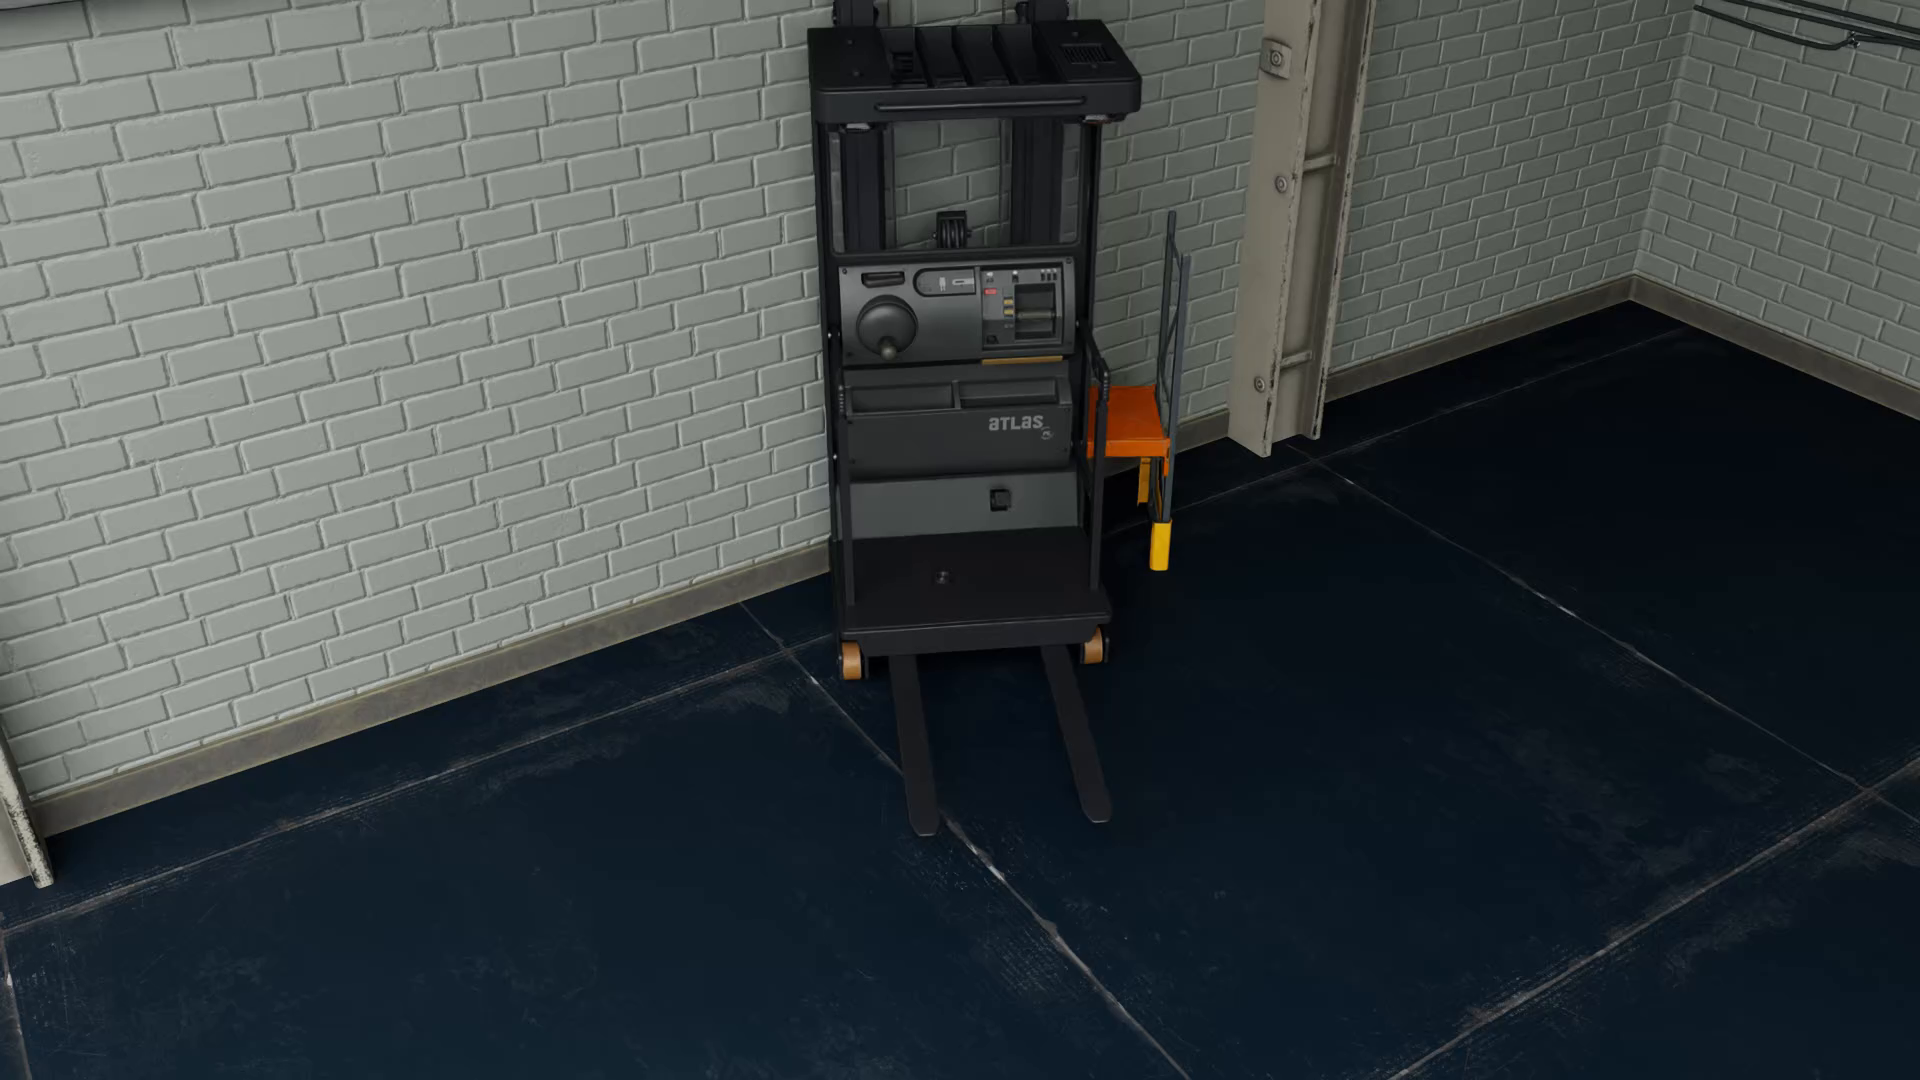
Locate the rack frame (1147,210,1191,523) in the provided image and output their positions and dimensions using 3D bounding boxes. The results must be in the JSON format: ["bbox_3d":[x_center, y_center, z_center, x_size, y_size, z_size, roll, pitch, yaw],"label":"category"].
[{"bbox_3d":[0.914,-0.650,7.338,0.032,1.500,0.500,-1,33,-1],"label":"rack frame"}]

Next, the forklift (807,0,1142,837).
[{"bbox_3d":[0.019,-0.857,6.361,1.130,2.935,3.031,-3,32,-5],"label":"forklift"}]

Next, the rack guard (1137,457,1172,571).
[{"bbox_3d":[0.896,-0.127,7.681,0.087,0.250,0.587,-1,33,-1],"label":"rack guard"}]

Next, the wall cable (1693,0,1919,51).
[{"bbox_3d":[4.808,-3.294,7.447,0.112,2.526,3.097,-19,37,-27],"label":"wall cable"}]

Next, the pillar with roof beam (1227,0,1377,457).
[{"bbox_3d":[3.948,-2.418,3.148,0.400,9.000,9.100,-19,37,-27],"label":"pillar with roof beam"}]

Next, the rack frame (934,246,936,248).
[{"bbox_3d":[-0.102,-0.641,7.327,0.032,1.500,0.500,-1,33,-1],"label":"rack frame"}]

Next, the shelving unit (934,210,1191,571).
[{"bbox_3d":[0.397,-0.645,7.333,1.083,1.500,0.587,-1,33,-1],"label":"shelving unit"}]

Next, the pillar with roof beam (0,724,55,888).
[{"bbox_3d":[-1.095,-0.683,0.399,0.400,9.000,9.100,-19,37,-27],"label":"pillar with roof beam"}]

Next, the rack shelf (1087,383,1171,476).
[{"bbox_3d":[0.406,-0.495,7.431,1.000,0.185,0.538,-1,33,-1],"label":"rack shelf"}]
